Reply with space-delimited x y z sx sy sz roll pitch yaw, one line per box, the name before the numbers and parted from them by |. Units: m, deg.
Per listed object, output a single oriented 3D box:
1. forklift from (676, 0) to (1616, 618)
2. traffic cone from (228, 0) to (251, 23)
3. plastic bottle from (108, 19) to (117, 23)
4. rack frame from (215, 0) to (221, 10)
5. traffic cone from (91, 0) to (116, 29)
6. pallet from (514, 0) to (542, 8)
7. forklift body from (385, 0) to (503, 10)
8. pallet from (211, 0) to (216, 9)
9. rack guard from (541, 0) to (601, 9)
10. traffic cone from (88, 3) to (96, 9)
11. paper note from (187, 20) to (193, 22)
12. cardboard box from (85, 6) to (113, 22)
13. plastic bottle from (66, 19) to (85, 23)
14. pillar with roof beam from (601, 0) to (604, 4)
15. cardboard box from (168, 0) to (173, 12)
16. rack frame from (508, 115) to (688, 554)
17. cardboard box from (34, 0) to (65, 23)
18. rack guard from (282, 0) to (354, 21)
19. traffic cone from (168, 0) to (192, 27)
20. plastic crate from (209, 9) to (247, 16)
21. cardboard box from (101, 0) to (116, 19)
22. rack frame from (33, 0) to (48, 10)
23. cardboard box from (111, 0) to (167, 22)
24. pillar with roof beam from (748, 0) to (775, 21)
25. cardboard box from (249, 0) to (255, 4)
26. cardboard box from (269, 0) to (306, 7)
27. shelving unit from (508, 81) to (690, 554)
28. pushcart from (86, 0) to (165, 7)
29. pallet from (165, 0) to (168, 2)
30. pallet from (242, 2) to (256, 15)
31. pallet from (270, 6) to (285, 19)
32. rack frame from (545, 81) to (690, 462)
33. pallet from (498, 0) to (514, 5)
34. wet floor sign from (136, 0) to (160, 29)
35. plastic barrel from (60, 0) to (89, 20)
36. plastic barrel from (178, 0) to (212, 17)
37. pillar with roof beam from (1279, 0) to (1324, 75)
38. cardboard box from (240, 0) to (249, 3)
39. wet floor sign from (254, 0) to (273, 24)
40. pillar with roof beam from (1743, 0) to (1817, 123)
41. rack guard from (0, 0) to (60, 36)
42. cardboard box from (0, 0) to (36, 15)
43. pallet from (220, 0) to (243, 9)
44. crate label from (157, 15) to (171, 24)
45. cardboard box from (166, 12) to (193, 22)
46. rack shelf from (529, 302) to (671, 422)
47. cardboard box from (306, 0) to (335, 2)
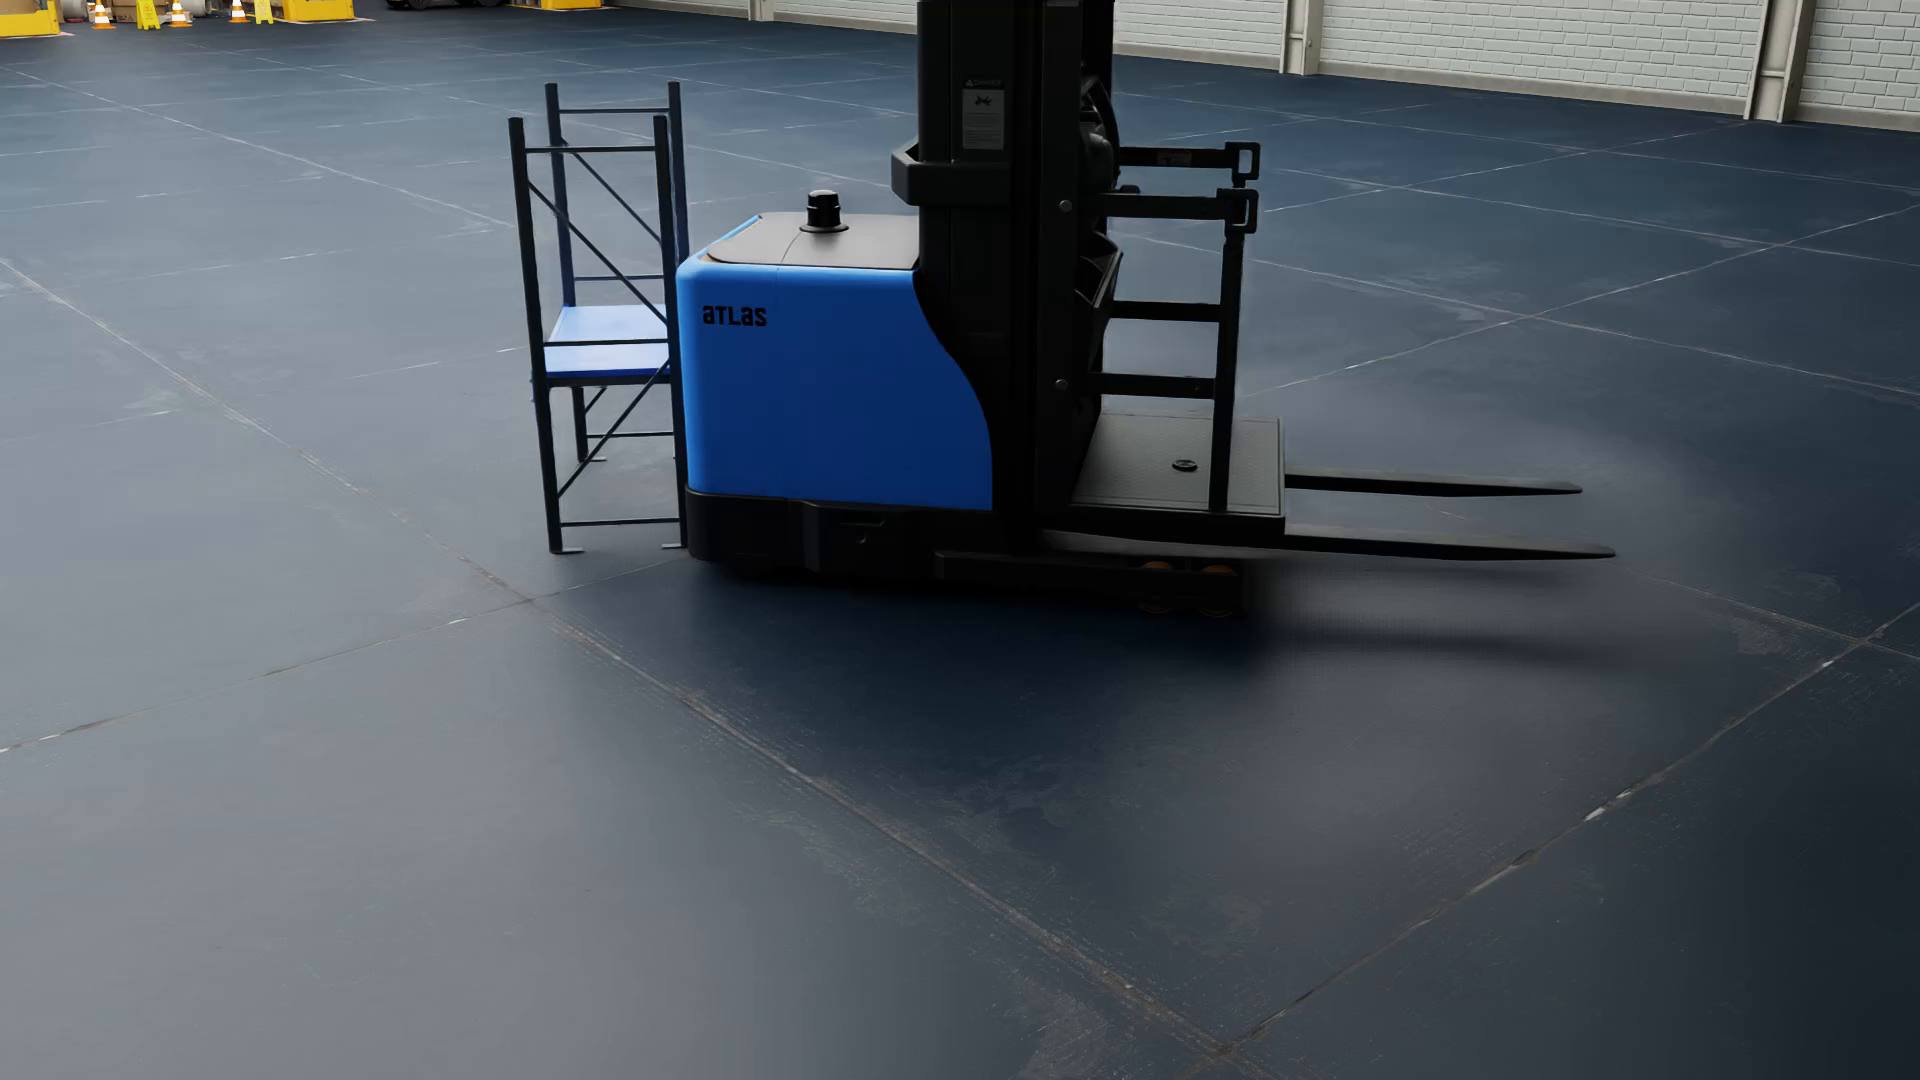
forklift | 0.638 -1.324 5.346 3.031 2.935 1.130 4 22 9
traffic cone | -12.686 -9.343 29.205 0.336 0.463 0.334 -17 27 -37
plastic bottle | -14.899 -9.088 29.104 0.283 0.061 0.133 12 24 27
rack frame | -14.039 -11.818 32.044 1.000 3.000 0.127 -17 27 -37
traffic cone | -14.383 -8.810 27.843 0.336 0.463 0.334 -17 27 -37
pallet | -8.201 -10.799 33.265 1.003 0.211 1.213 -17 27 -37
forklift body | -10.290 -11.590 32.626 2.313 2.155 1.214 -17 27 -37
pallet | -14.549 -10.734 33.101 1.003 0.211 1.213 -17 27 -37
rack guard | -7.655 -10.725 32.681 1.175 0.500 0.348 -17 27 -37
traffic cone | -16.856 -10.488 32.128 0.336 0.463 0.334 -17 27 -37
paper note | -13.553 -9.118 29.221 0.142 0.019 0.148 12 24 27
cardboard box | -15.206 -9.302 29.370 0.396 0.266 0.258 -12 25 -28
plastic bottle | -15.470 -9.085 29.095 0.133 0.061 0.283 12 24 27
pillar with roof beam | -10.703 -14.071 29.571 9.100 9.000 0.400 -17 27 -37
cardboard box | -14.371 -10.035 30.917 0.500 0.500 0.500 0 21 -1
rack frame | -1.198 -0.665 5.625 0.500 1.500 0.032 -2 22 -6
cardboard box | -15.932 -9.264 28.949 0.500 0.500 0.500 -12 25 -28
rack guard | -11.478 -9.570 29.732 1.175 0.500 0.348 -17 27 -37
traffic cone | -13.305 -8.985 28.290 0.336 0.463 0.334 -17 27 -37
plastic crate | -13.636 -9.830 30.971 0.583 0.080 0.402 12 24 27
cardboard box | -15.109 -9.753 30.008 0.797 0.637 0.503 -17 27 -37
rack frame | -15.112 -9.507 26.143 1.000 3.000 0.127 -17 27 -37
cardboard box | -14.493 -9.433 29.378 0.637 0.503 0.797 3 22 9
pillar with roof beam | -6.787 -12.413 25.338 9.100 9.000 0.400 -17 27 -37
cardboard box | -12.838 -10.076 30.790 0.500 0.250 0.500 -19 28 -39
cardboard box | -12.175 -9.794 30.071 0.500 0.250 0.500 -18 27 -38
shelving unit | -1.257 -0.849 6.096 0.538 1.500 1.048 -2 22 -6
pushcart | -15.734 -10.040 31.102 0.936 0.377 1.648 12 24 27
pallet | -16.141 -11.409 34.822 1.003 0.211 1.213 -17 27 -37
pallet | -12.773 -10.005 31.240 1.003 0.211 1.213 -17 27 -37
pallet | -11.981 -9.668 30.379 1.003 0.211 1.213 -17 27 -37
rack frame | -1.315 -1.033 6.566 0.500 1.500 0.032 -2 22 -6
pallet | -8.993 -11.135 34.125 1.003 0.211 1.213 -17 27 -37
wet floor sign | -13.593 -8.874 27.755 0.232 0.644 0.267 17 27 36
plastic barrel | -15.821 -9.464 29.566 0.512 0.421 0.421 0 21 -1
plastic barrel | -13.923 -9.724 30.229 0.512 0.421 0.421 0 21 -1
pillar with roof beam | 1.046 -9.098 16.873 9.100 9.000 0.400 -17 27 -37
cardboard box | -13.153 -10.215 31.147 0.500 0.250 0.500 -18 28 -38
wet floor sign | -12.115 -9.309 28.868 0.267 0.644 0.232 -8 23 -19
pillar with roof beam | 4.963 -7.440 12.641 9.100 9.000 0.400 -17 27 -37
rack guard | -15.097 -8.336 26.582 1.175 0.500 0.348 -17 27 -37
cardboard box | -15.605 -8.884 26.892 0.875 0.875 0.875 -17 27 -37
pallet | -13.574 -10.343 32.101 1.003 0.211 1.213 -17 27 -37
crate label | -13.865 -9.036 28.866 0.298 0.136 0.250 7 23 18
cardboard box | -13.814 -9.267 29.439 0.380 0.149 0.250 -4 22 -10
rack shelf | -1.257 -0.682 6.161 0.538 0.185 1.000 -2 22 -6
cardboard box | -11.745 -9.917 30.385 0.500 0.250 0.500 -18 28 -38
